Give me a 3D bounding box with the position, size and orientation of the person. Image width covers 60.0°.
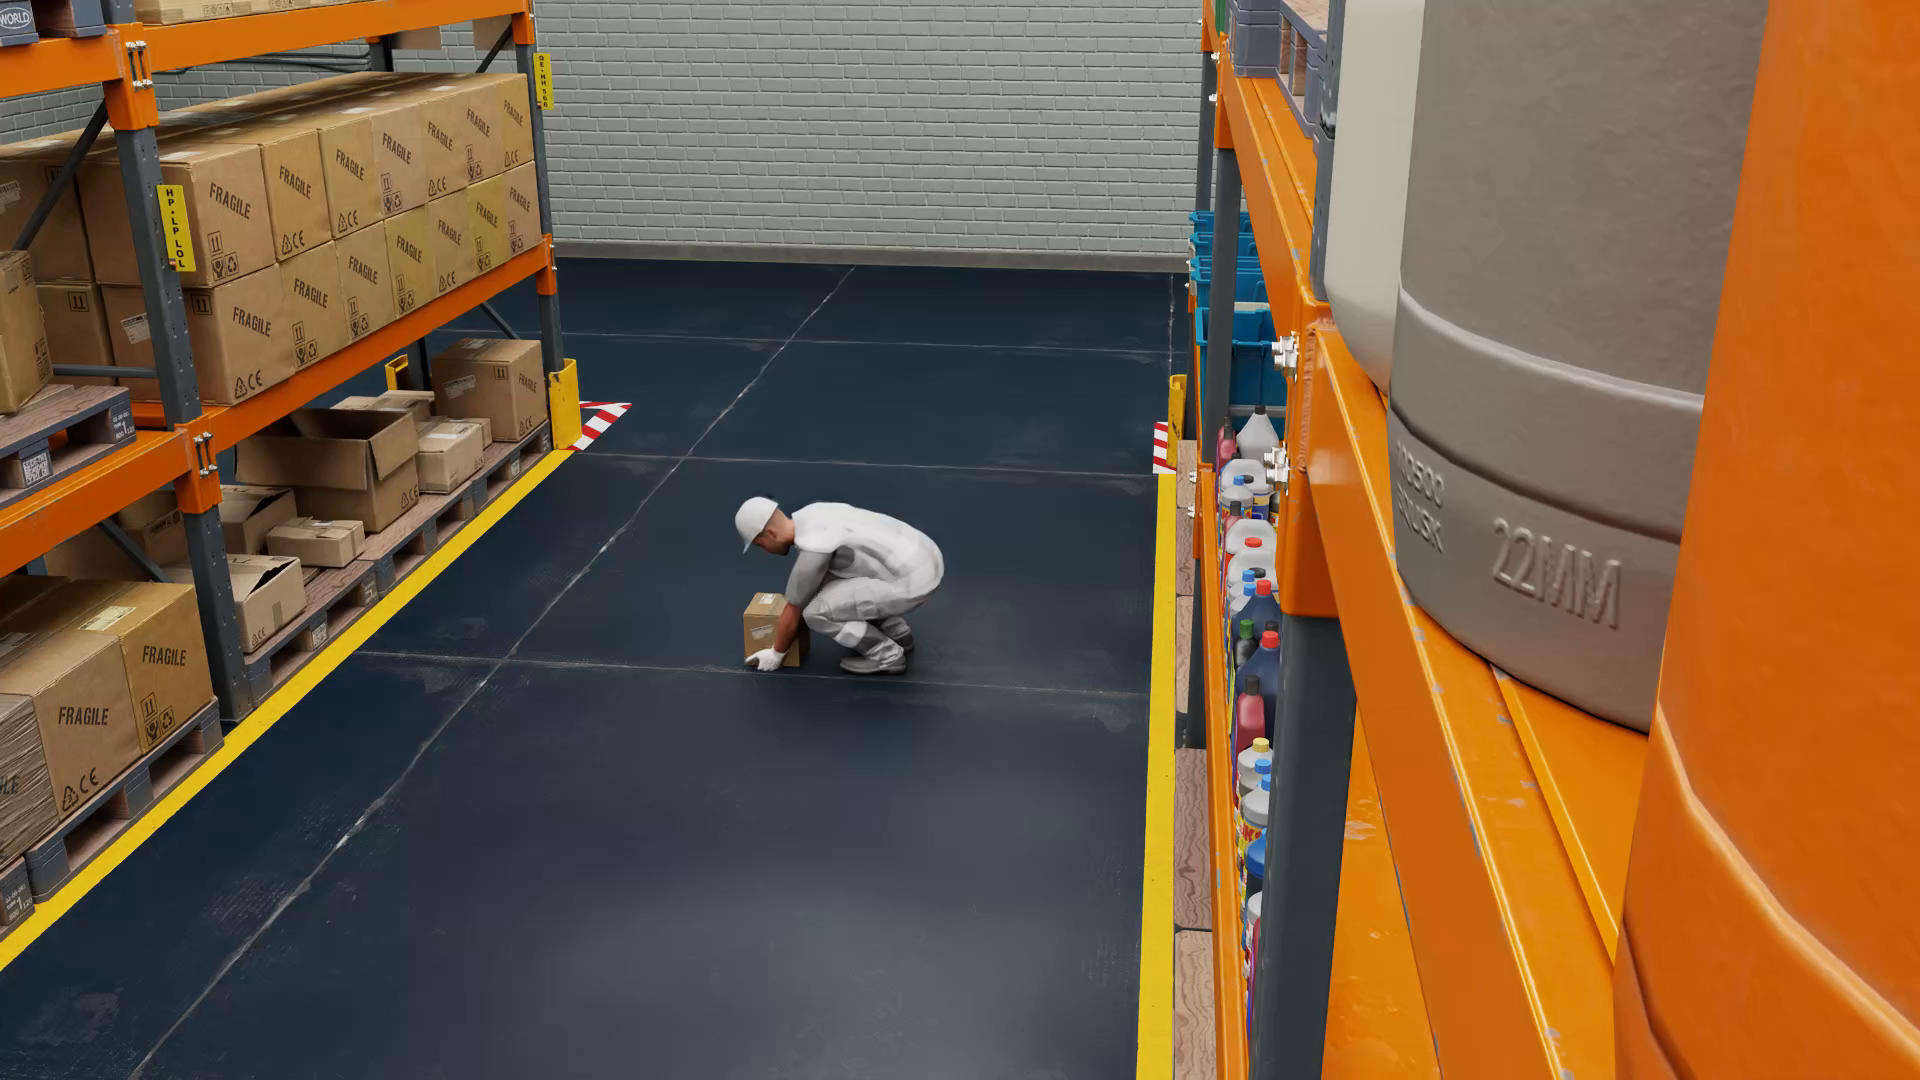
[{"bbox_3d":[-0.535,0.217,7.508,0.920,0.869,0.546,2,21,6],"label":"person"}]
